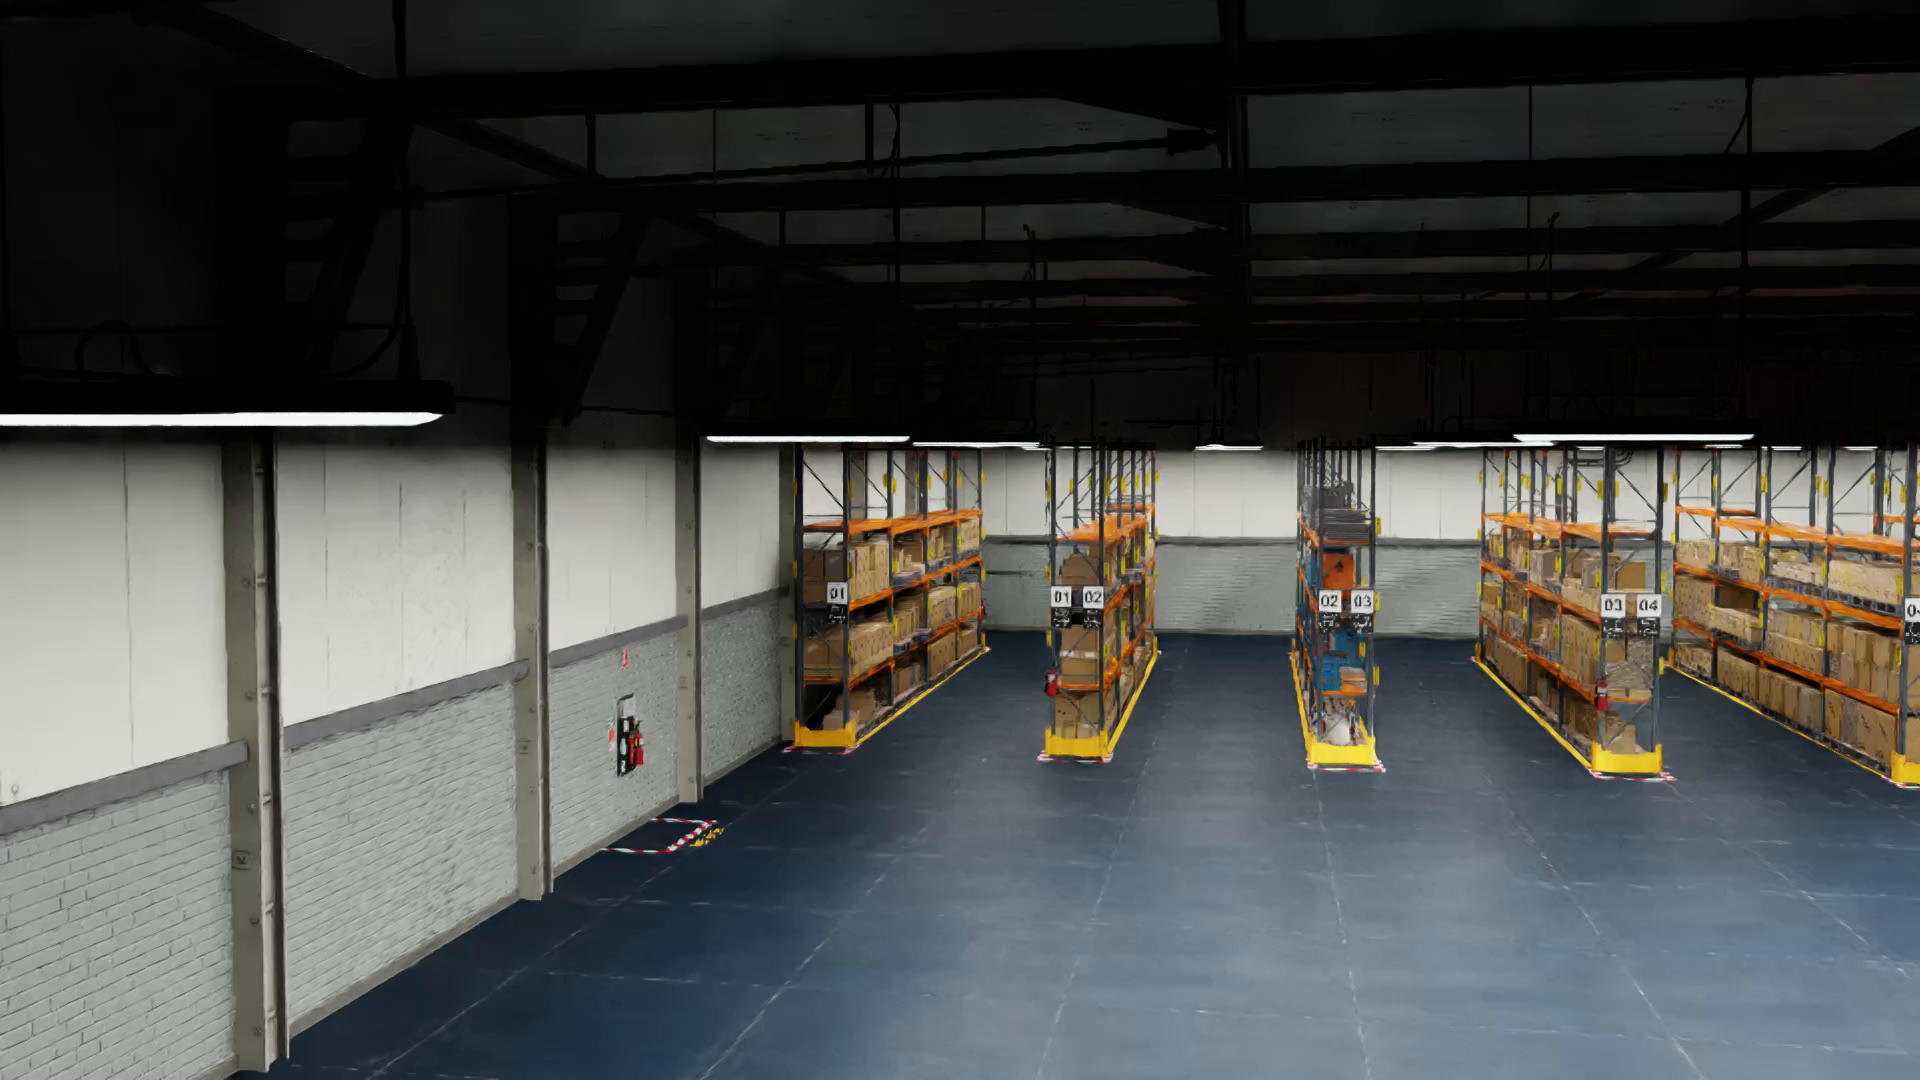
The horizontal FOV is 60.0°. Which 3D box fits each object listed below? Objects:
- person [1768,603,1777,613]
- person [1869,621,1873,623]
[{"bbox_3d":[21.153,2.522,43.365,0.569,1.786,0.653,2,4,38],"label":"person"},{"bbox_3d":[21.210,2.772,38.813,0.591,1.763,0.685,2,4,36],"label":"person"}]
